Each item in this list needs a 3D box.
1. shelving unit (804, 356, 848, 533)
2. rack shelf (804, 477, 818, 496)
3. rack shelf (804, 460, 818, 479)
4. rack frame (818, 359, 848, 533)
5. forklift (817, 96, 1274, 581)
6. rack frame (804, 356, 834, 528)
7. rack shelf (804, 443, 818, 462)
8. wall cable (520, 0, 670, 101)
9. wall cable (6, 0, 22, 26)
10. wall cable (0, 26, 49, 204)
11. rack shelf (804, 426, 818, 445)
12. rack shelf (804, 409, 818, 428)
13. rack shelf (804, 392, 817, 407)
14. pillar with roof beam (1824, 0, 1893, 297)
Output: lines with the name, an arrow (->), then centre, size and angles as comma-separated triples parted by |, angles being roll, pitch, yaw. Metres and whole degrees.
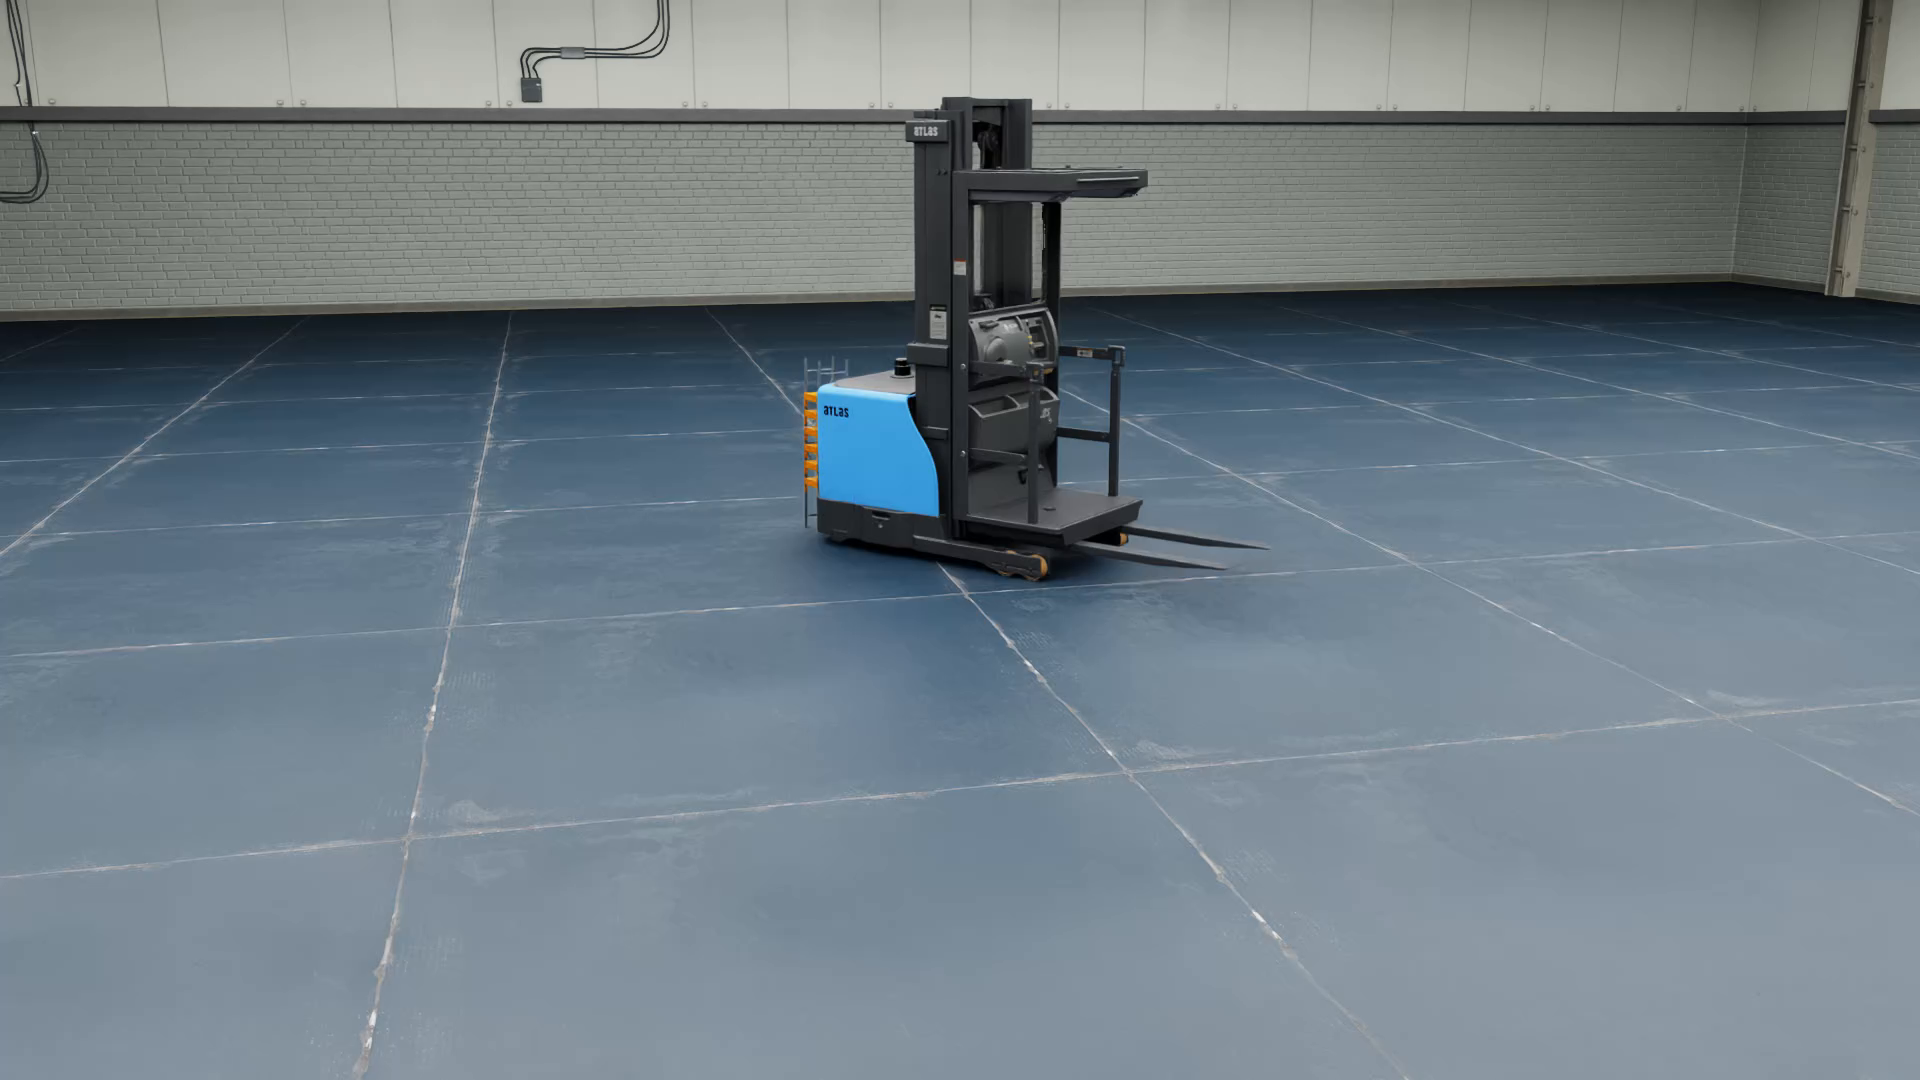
shelving unit -> -0.935, -0.666, 11.610 | 0.258, 1.200, 0.189 | -8, 17, -34
rack shelf -> -0.940, -0.389, 11.676 | 0.258, 0.103, 0.180 | -8, 17, -34
rack shelf -> -0.938, -0.506, 11.648 | 0.258, 0.103, 0.180 | -8, 17, -34
rack frame -> -0.882, -0.647, 11.537 | 0.240, 1.200, 0.006 | -8, 17, -34
forklift -> 0.521, -1.309, 10.608 | 3.031, 2.935, 1.130 | 10, 17, 34
rack frame -> -0.987, -0.684, 11.682 | 0.240, 1.200, 0.006 | -8, 17, -34
rack shelf -> -0.935, -0.622, 11.620 | 0.258, 0.103, 0.180 | -8, 17, -34
wall cable -> -5.638, -9.751, 25.212 | 2.305, 6.003, 0.169 | -3, 14, -13
wall cable -> -12.240, -8.669, 23.851 | 3.097, 2.526, 0.112 | -3, 14, -13
wall cable -> -14.869, -6.065, 23.833 | 3.097, 2.526, 0.112 | -3, 14, -13
rack shelf -> -0.933, -0.739, 11.592 | 0.258, 0.103, 0.180 | -8, 17, -34
rack shelf -> -0.931, -0.856, 11.563 | 0.258, 0.103, 0.180 | -8, 17, -34
rack shelf -> -0.929, -0.972, 11.535 | 0.258, 0.103, 0.180 | -8, 17, -34
pillar with roof beam -> 10.972, -8.336, 26.586 | 9.100, 9.000, 0.400 | -3, 14, -13
